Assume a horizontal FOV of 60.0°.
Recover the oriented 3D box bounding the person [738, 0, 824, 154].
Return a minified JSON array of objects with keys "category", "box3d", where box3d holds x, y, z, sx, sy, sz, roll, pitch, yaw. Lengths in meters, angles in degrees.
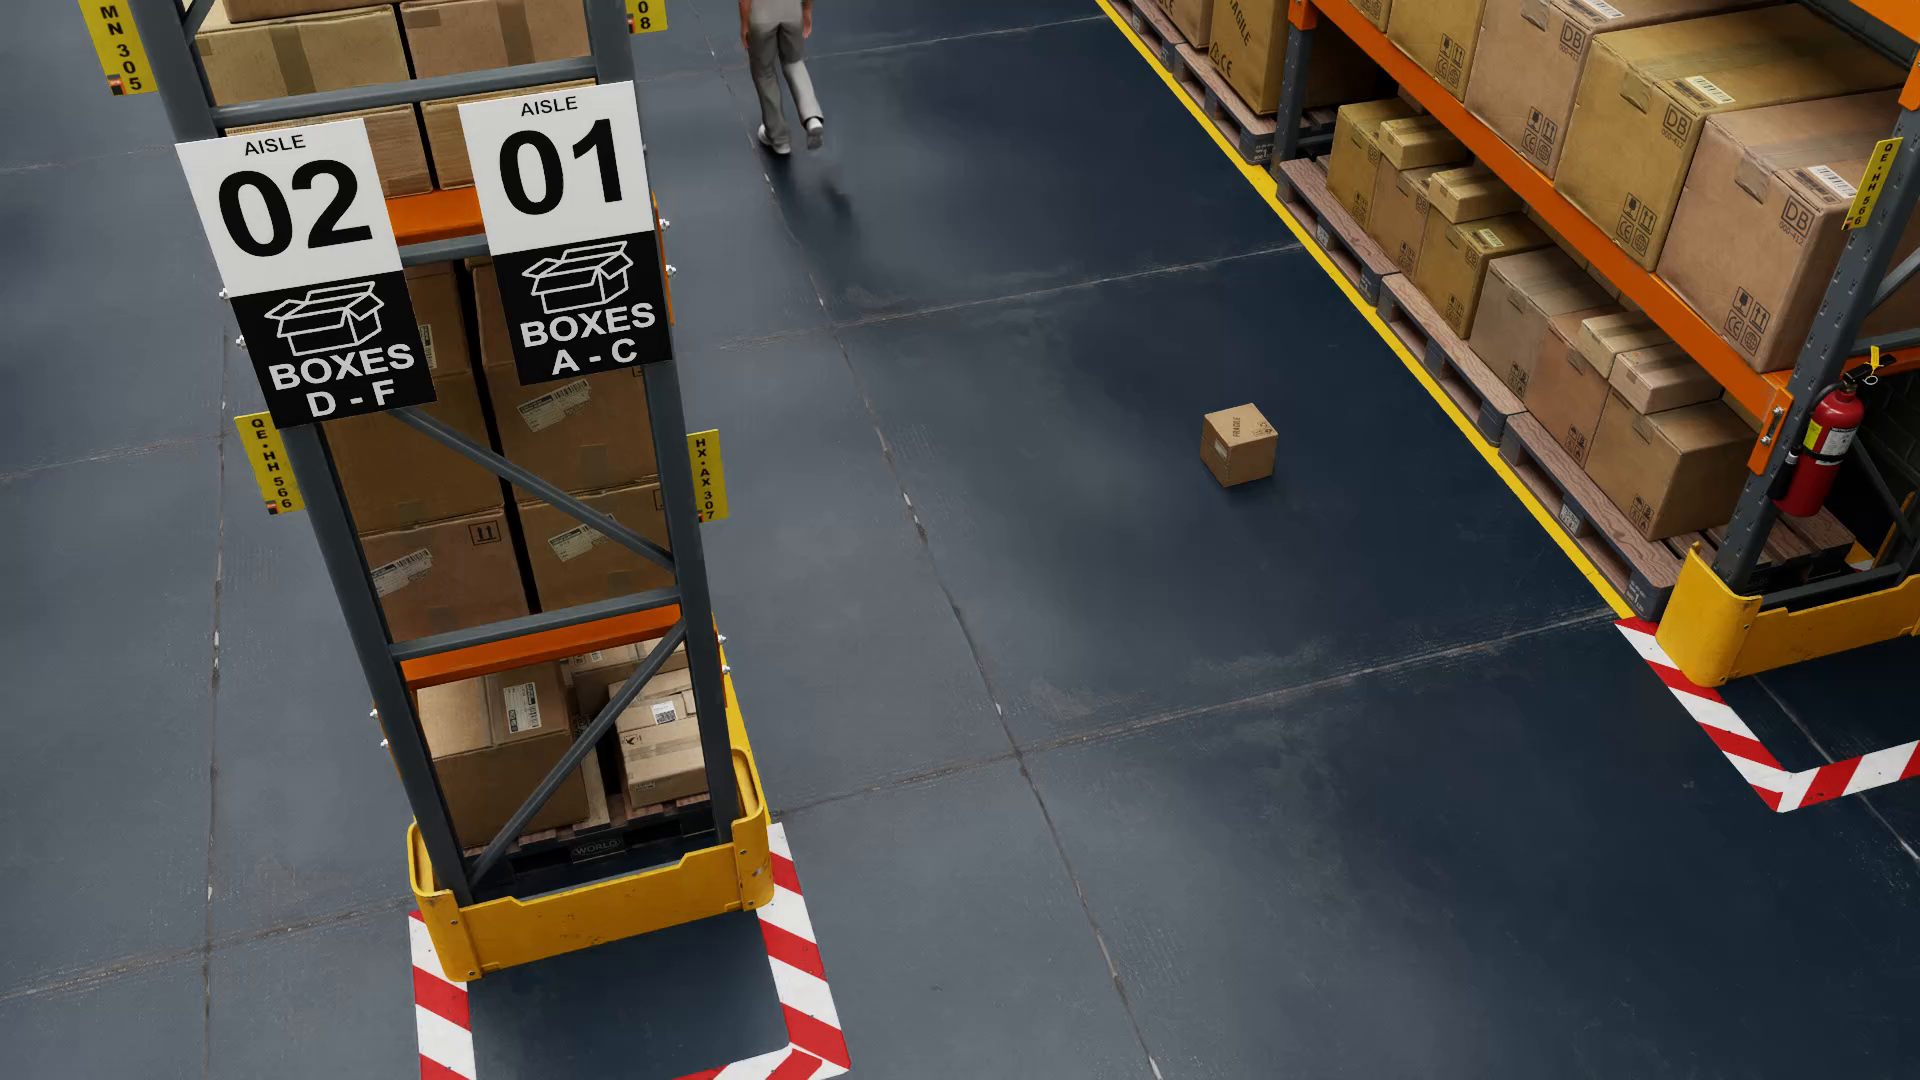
[{"category":"person","box3d":[-1.015,-2.908,9.319,0.443,1.658,0.597,-19,46,-20]}]
